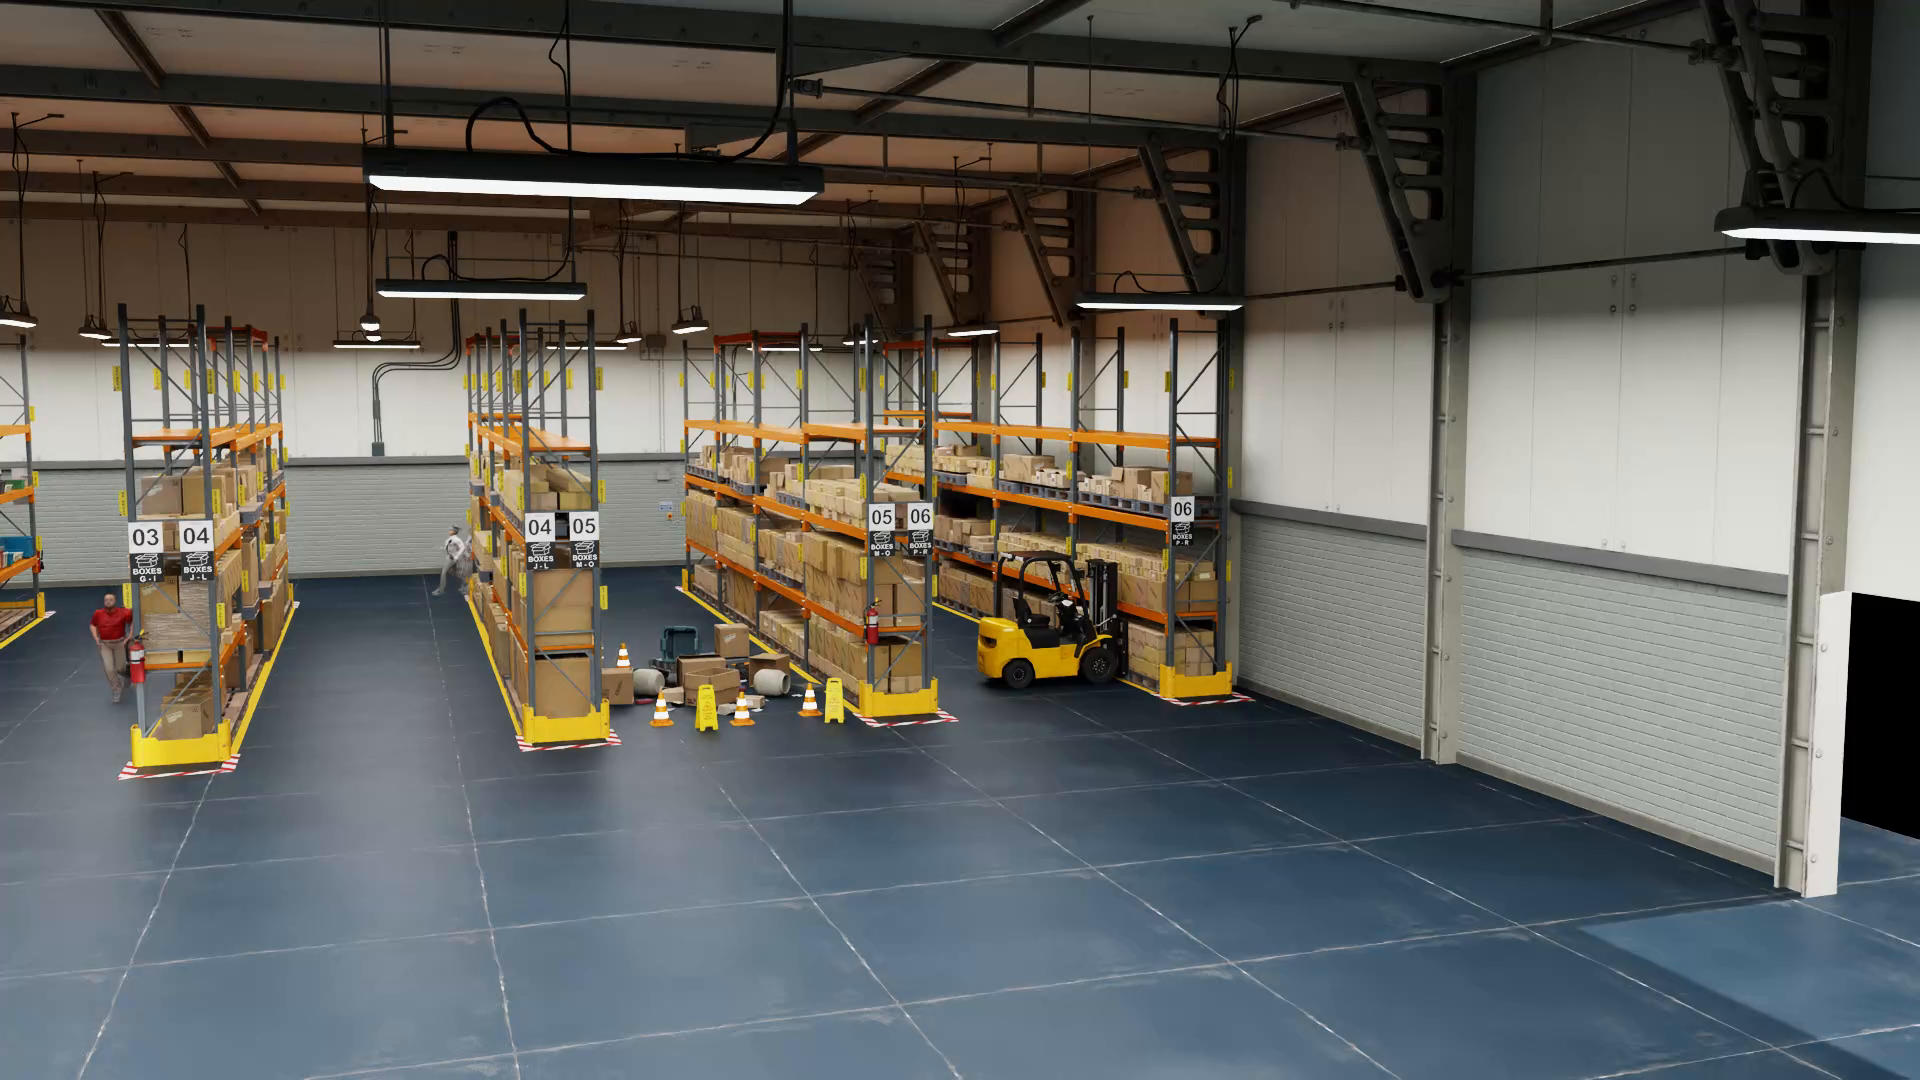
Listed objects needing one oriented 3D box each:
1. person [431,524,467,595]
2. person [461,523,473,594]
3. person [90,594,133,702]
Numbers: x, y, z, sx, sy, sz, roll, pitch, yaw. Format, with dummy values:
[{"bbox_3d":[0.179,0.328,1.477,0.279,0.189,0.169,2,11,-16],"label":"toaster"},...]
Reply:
[{"bbox_3d":[-11.992,0.458,39.110,0.893,1.666,0.644,-2,6,-21],"label":"person"},{"bbox_3d":[-11.467,0.435,39.312,0.581,1.728,0.703,-4,7,-35],"label":"person"},{"bbox_3d":[-13.396,1.680,26.333,0.684,1.696,0.623,-1,6,-15],"label":"person"}]
